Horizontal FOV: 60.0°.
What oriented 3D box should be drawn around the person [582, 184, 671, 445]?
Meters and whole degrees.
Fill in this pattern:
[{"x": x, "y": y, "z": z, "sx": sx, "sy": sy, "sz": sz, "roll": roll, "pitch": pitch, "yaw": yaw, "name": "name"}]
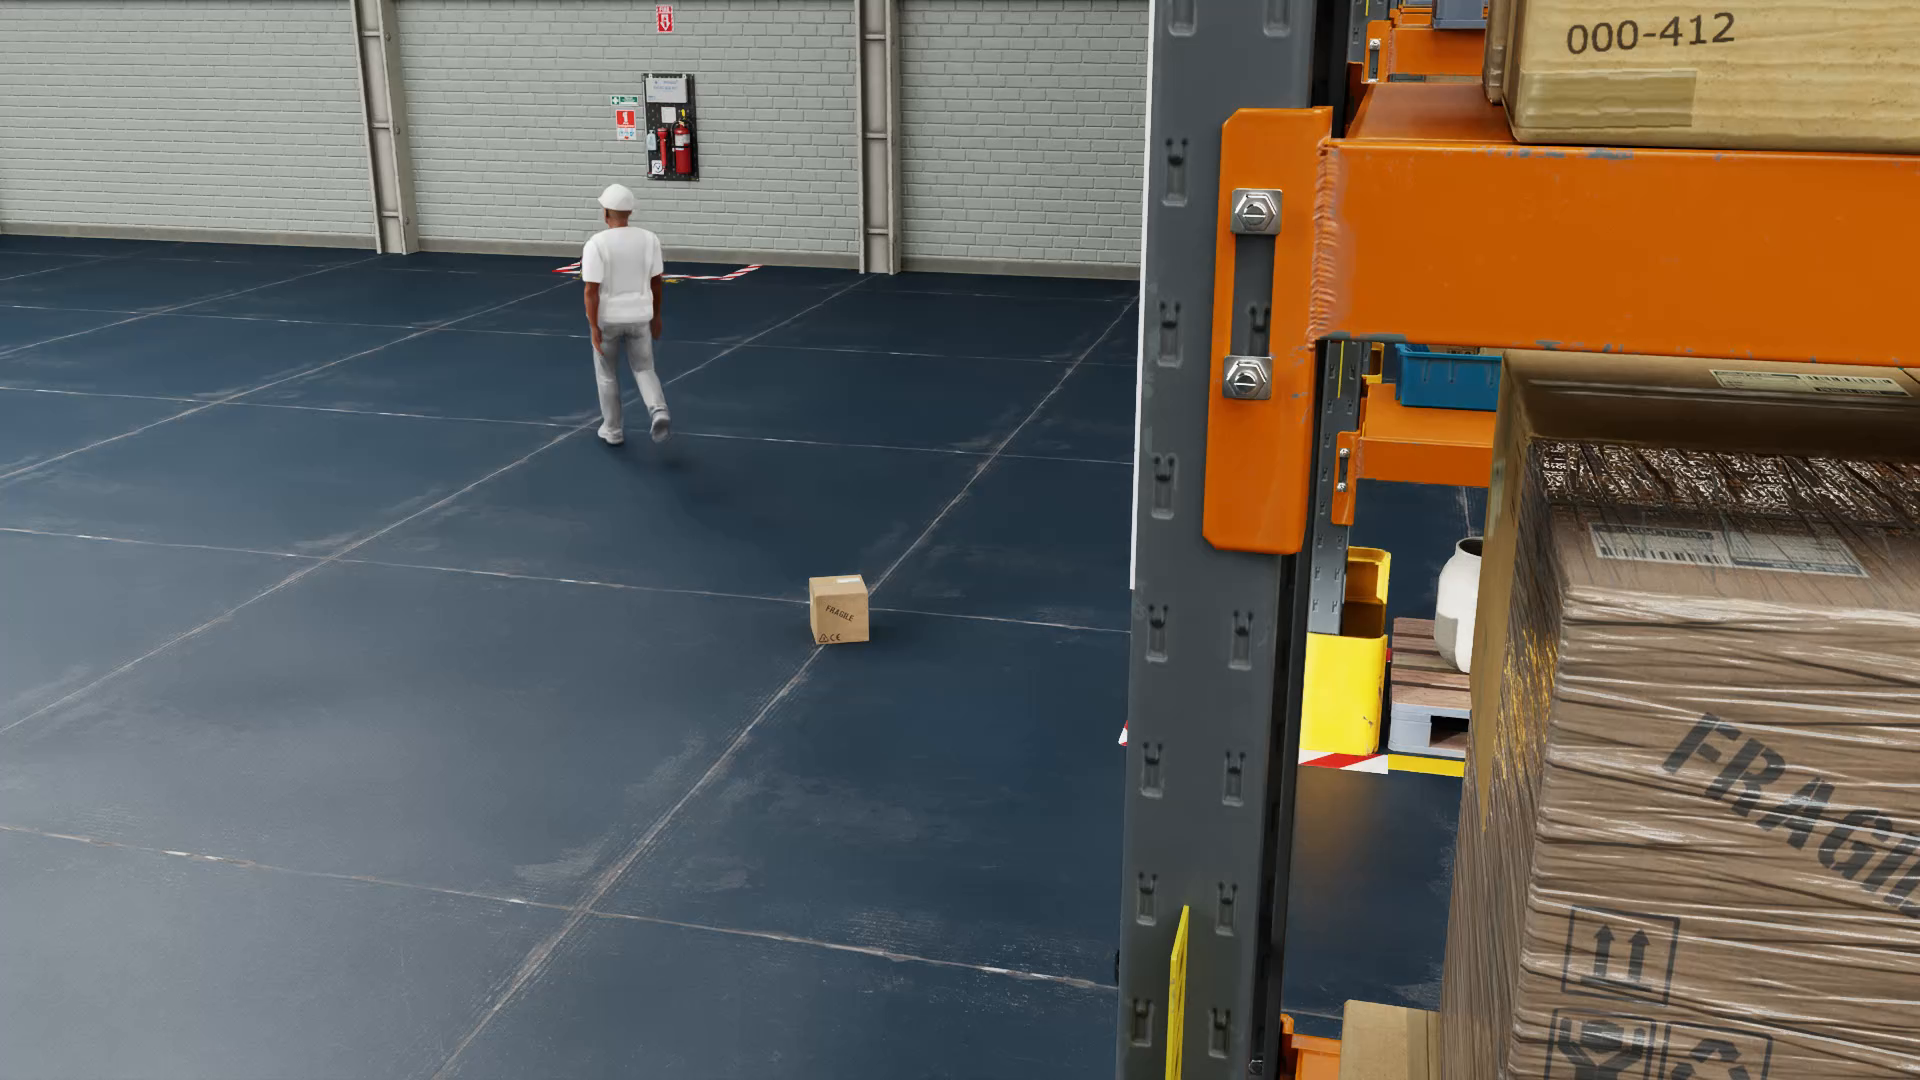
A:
[{"x": -2.204, "y": -1.456, "z": 10.934, "sx": 0.559, "sy": 1.741, "sz": 0.822, "roll": -9, "pitch": 20, "yaw": -26, "name": "person"}]
